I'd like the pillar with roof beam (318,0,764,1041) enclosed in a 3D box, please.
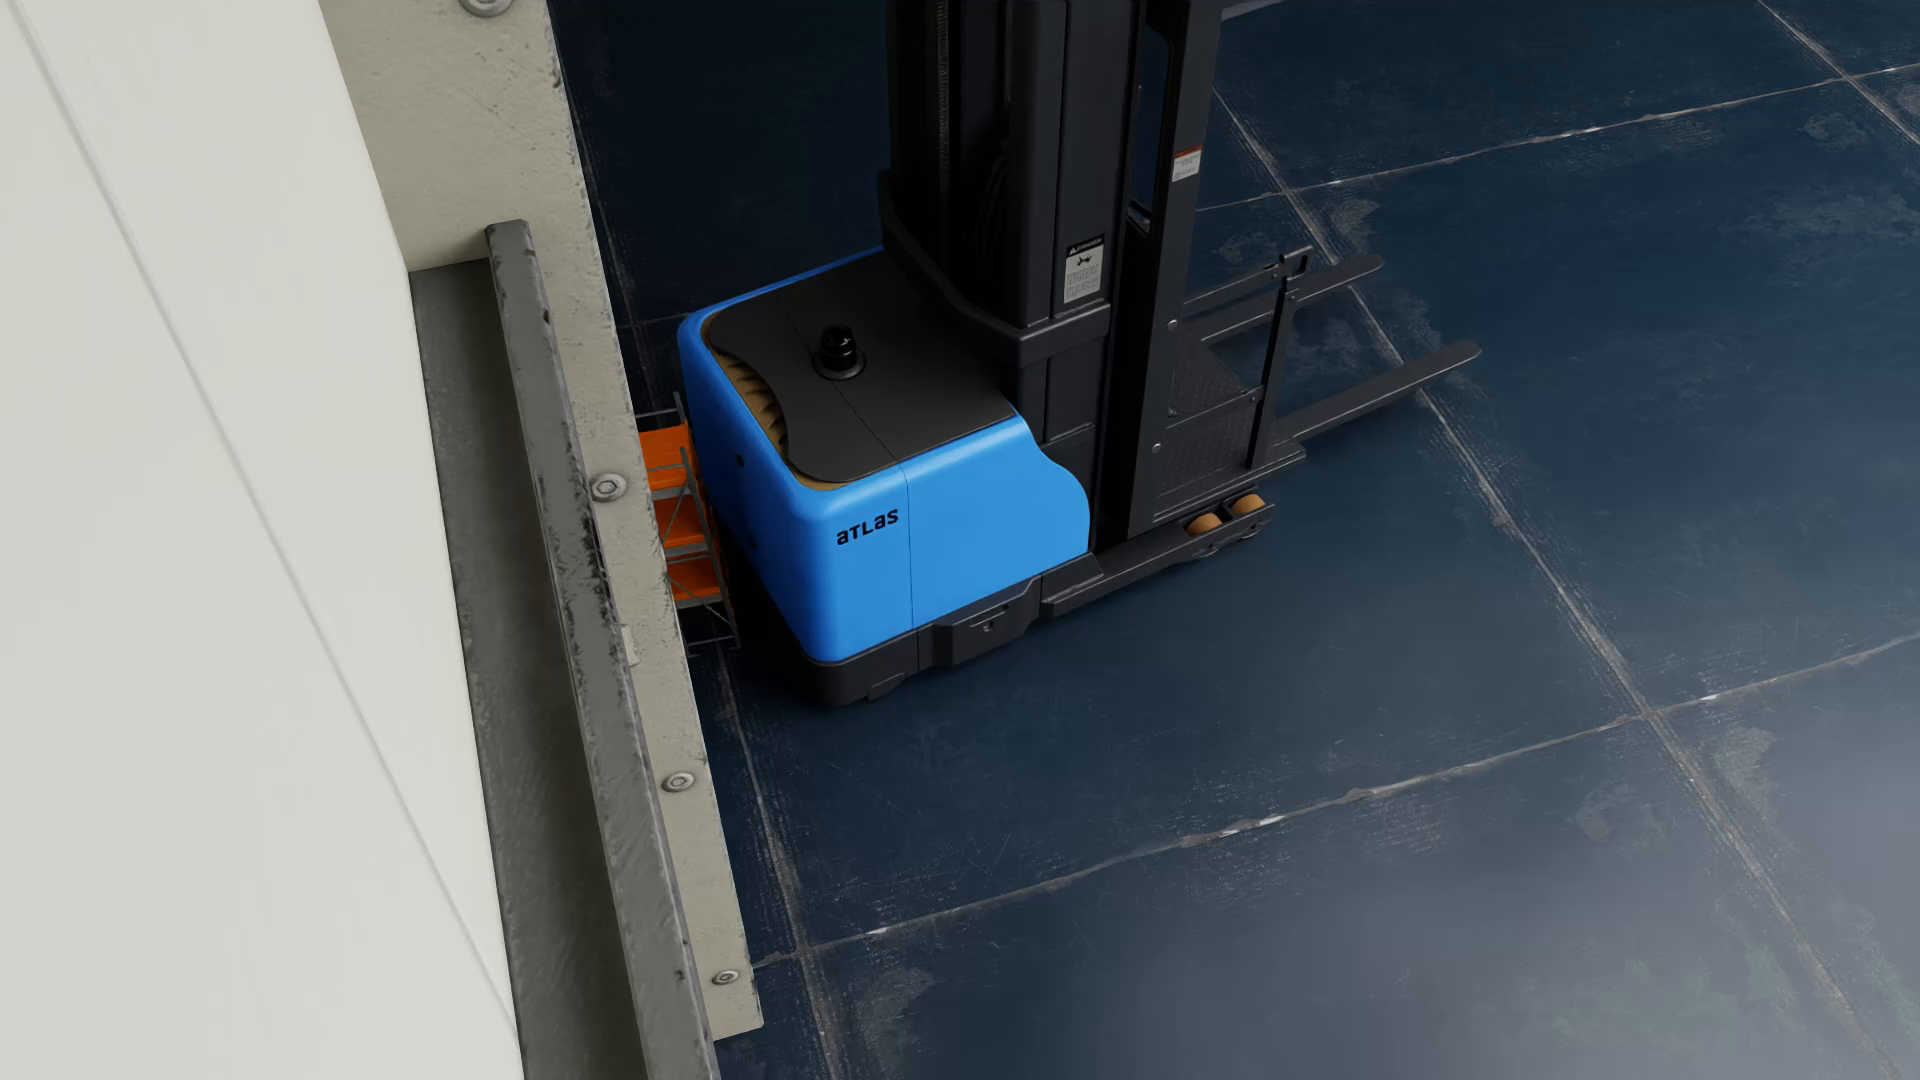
[{"bbox_3d":[3.317,-2.519,2.487,9.100,9.000,0.400,-13,51,-11],"label":"pillar with roof beam"}]

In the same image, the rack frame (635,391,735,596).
[{"bbox_3d":[-0.954,-0.116,5.653,0.200,1.050,0.008,-11,51,-4],"label":"rack frame"}]

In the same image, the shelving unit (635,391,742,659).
[{"bbox_3d":[-0.931,-0.025,5.575,0.215,1.050,0.252,-11,51,-4],"label":"shelving unit"}]

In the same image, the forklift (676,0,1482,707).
[{"bbox_3d":[0.590,-1.213,5.355,3.031,2.935,1.130,-23,54,-18],"label":"forklift"}]

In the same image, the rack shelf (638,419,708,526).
[{"bbox_3d":[-0.949,-0.198,5.365,0.215,0.259,0.240,-11,51,-4],"label":"rack shelf"}]

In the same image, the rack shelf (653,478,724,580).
[{"bbox_3d":[-0.930,-0.018,5.584,0.215,0.259,0.240,-11,51,-4],"label":"rack shelf"}]

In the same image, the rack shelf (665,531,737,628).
[{"bbox_3d":[-0.912,0.158,5.798,0.215,0.259,0.240,-11,51,-4],"label":"rack shelf"}]

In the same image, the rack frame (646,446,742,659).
[{"bbox_3d":[-0.908,0.067,5.498,0.200,1.050,0.008,-11,51,-4],"label":"rack frame"}]
